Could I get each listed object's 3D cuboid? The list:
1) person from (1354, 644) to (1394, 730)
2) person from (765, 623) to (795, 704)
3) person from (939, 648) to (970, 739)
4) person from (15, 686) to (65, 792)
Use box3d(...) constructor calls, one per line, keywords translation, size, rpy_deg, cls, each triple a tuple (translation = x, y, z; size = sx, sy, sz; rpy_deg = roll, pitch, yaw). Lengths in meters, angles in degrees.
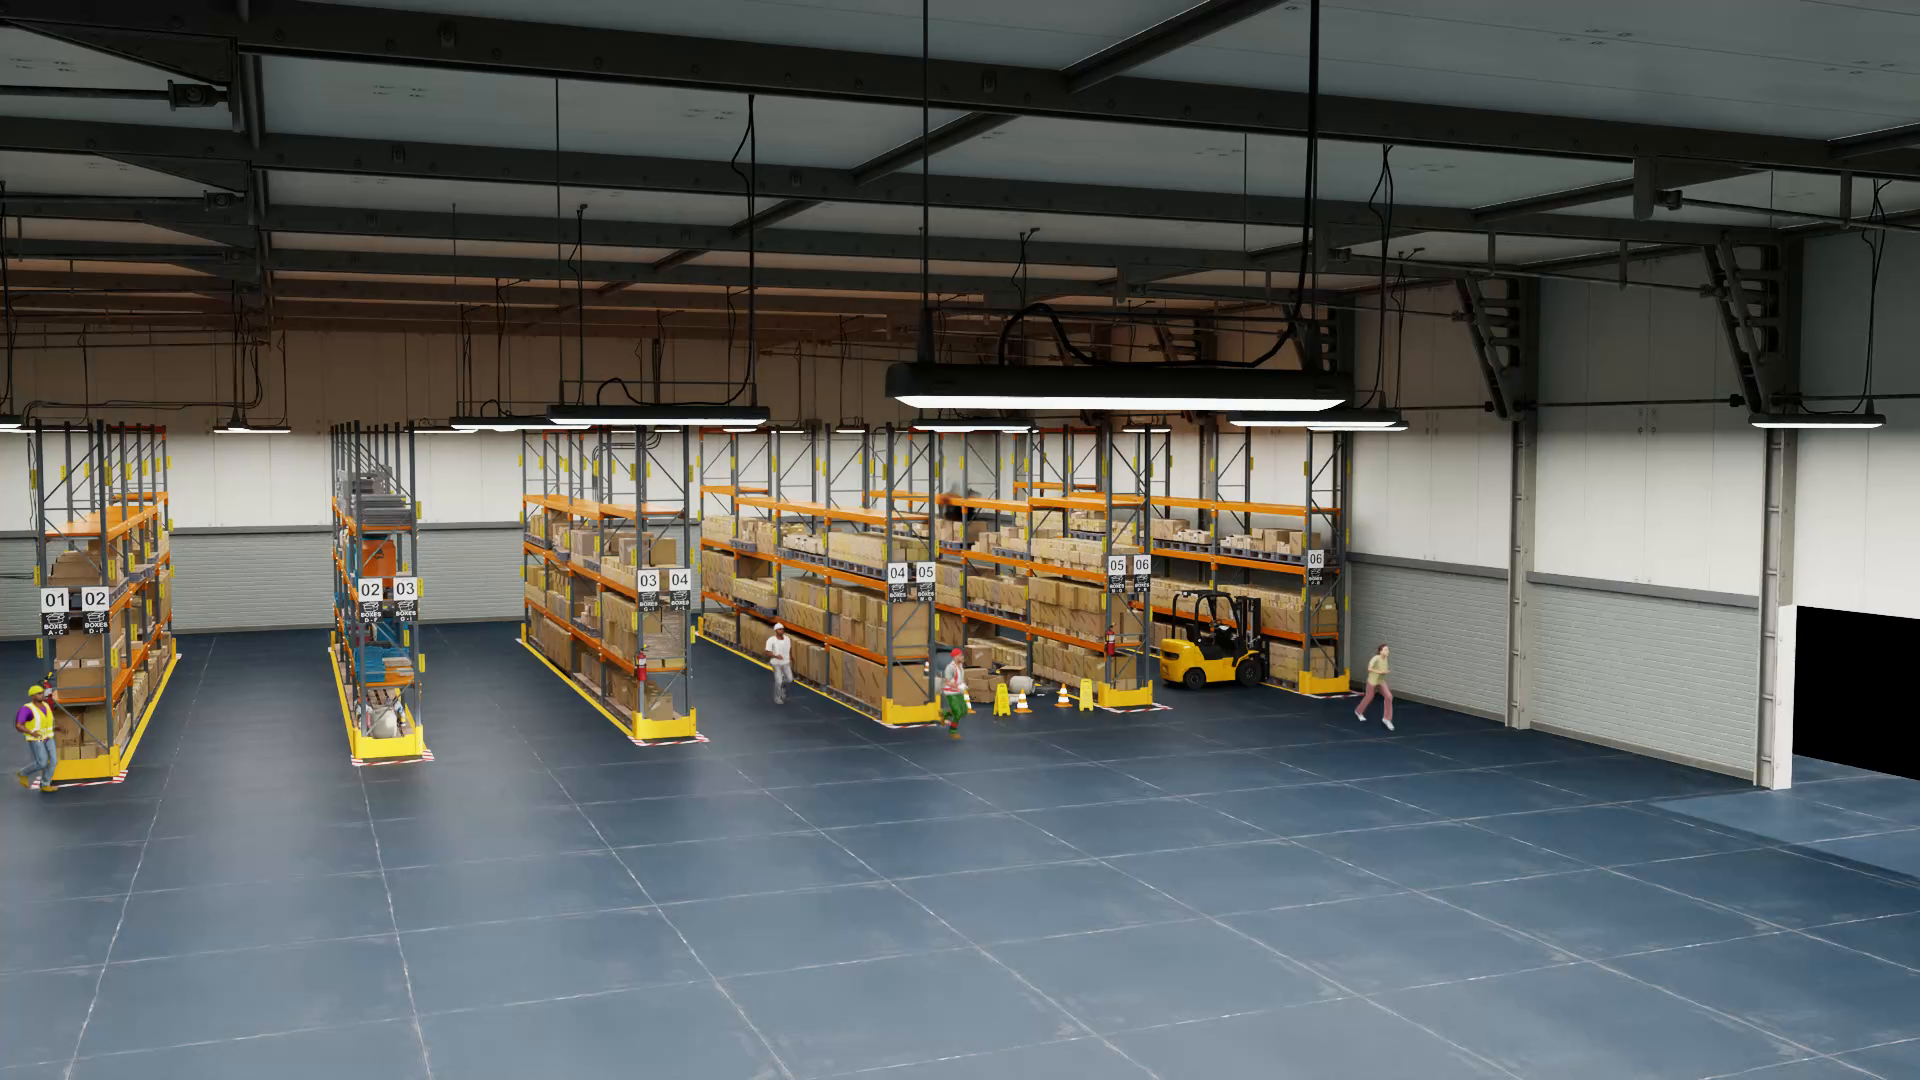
box3d(translation=(8.163, 2.867, 32.802), size=(0.578, 1.653, 1.012), rpy_deg=(-2, 4, -30), cls="person")
box3d(translation=(-3.810, 2.638, 35.504), size=(0.692, 1.724, 0.582), rpy_deg=(-2, 4, -33), cls="person")
box3d(translation=(-0.096, 2.904, 31.484), size=(0.690, 1.731, 0.706), rpy_deg=(2, 4, 25), cls="person")
box3d(translation=(-14.814, 3.192, 26.727), size=(0.620, 1.719, 0.702), rpy_deg=(1, 4, 15), cls="person")
